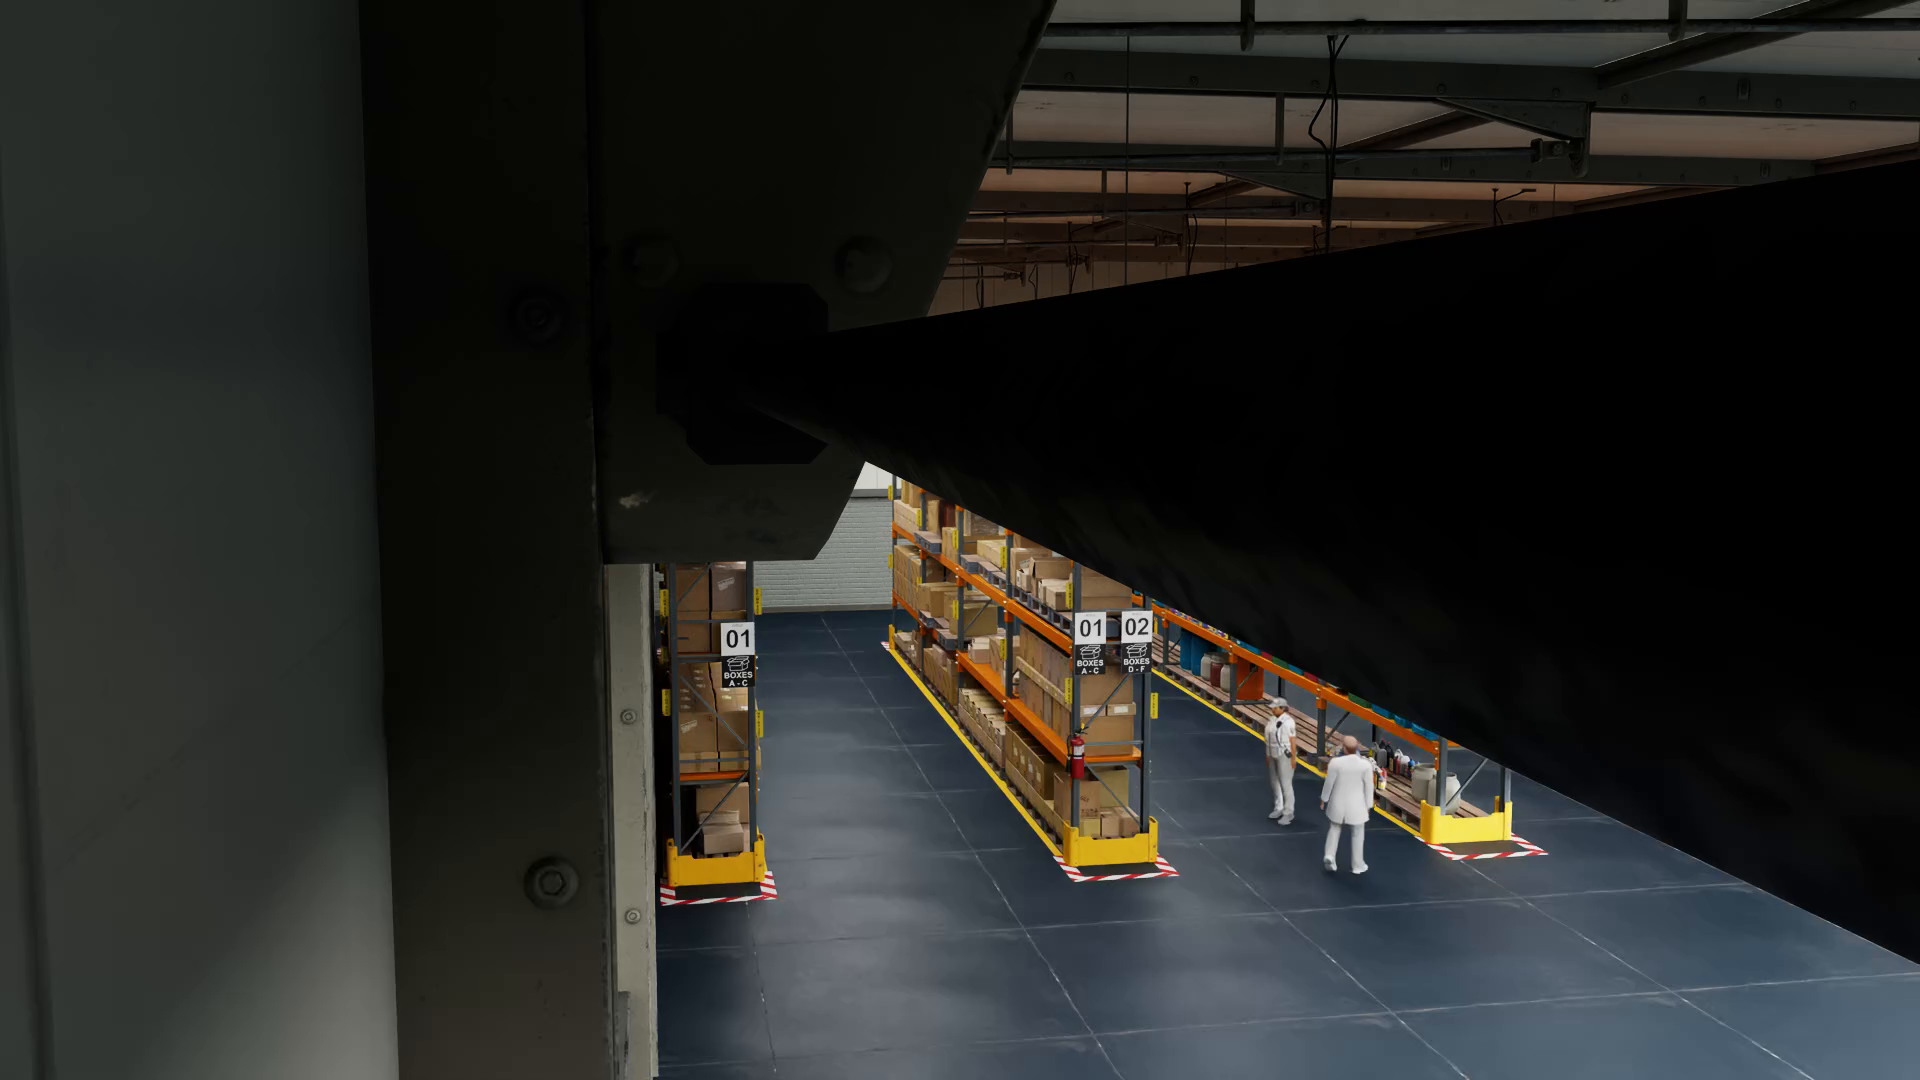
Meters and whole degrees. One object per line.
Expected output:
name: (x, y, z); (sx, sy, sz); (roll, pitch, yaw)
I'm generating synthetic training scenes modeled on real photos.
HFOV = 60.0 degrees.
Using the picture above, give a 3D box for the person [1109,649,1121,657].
person: (2.780, 2.144, 30.998); (0.509, 1.650, 0.501); (-5, 8, -40)

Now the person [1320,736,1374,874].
person: (4.779, 3.257, 20.515); (0.654, 1.769, 0.652); (3, 7, 25)

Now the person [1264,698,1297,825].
person: (4.434, 3.034, 22.976); (0.441, 1.695, 0.614); (-3, 7, -26)
